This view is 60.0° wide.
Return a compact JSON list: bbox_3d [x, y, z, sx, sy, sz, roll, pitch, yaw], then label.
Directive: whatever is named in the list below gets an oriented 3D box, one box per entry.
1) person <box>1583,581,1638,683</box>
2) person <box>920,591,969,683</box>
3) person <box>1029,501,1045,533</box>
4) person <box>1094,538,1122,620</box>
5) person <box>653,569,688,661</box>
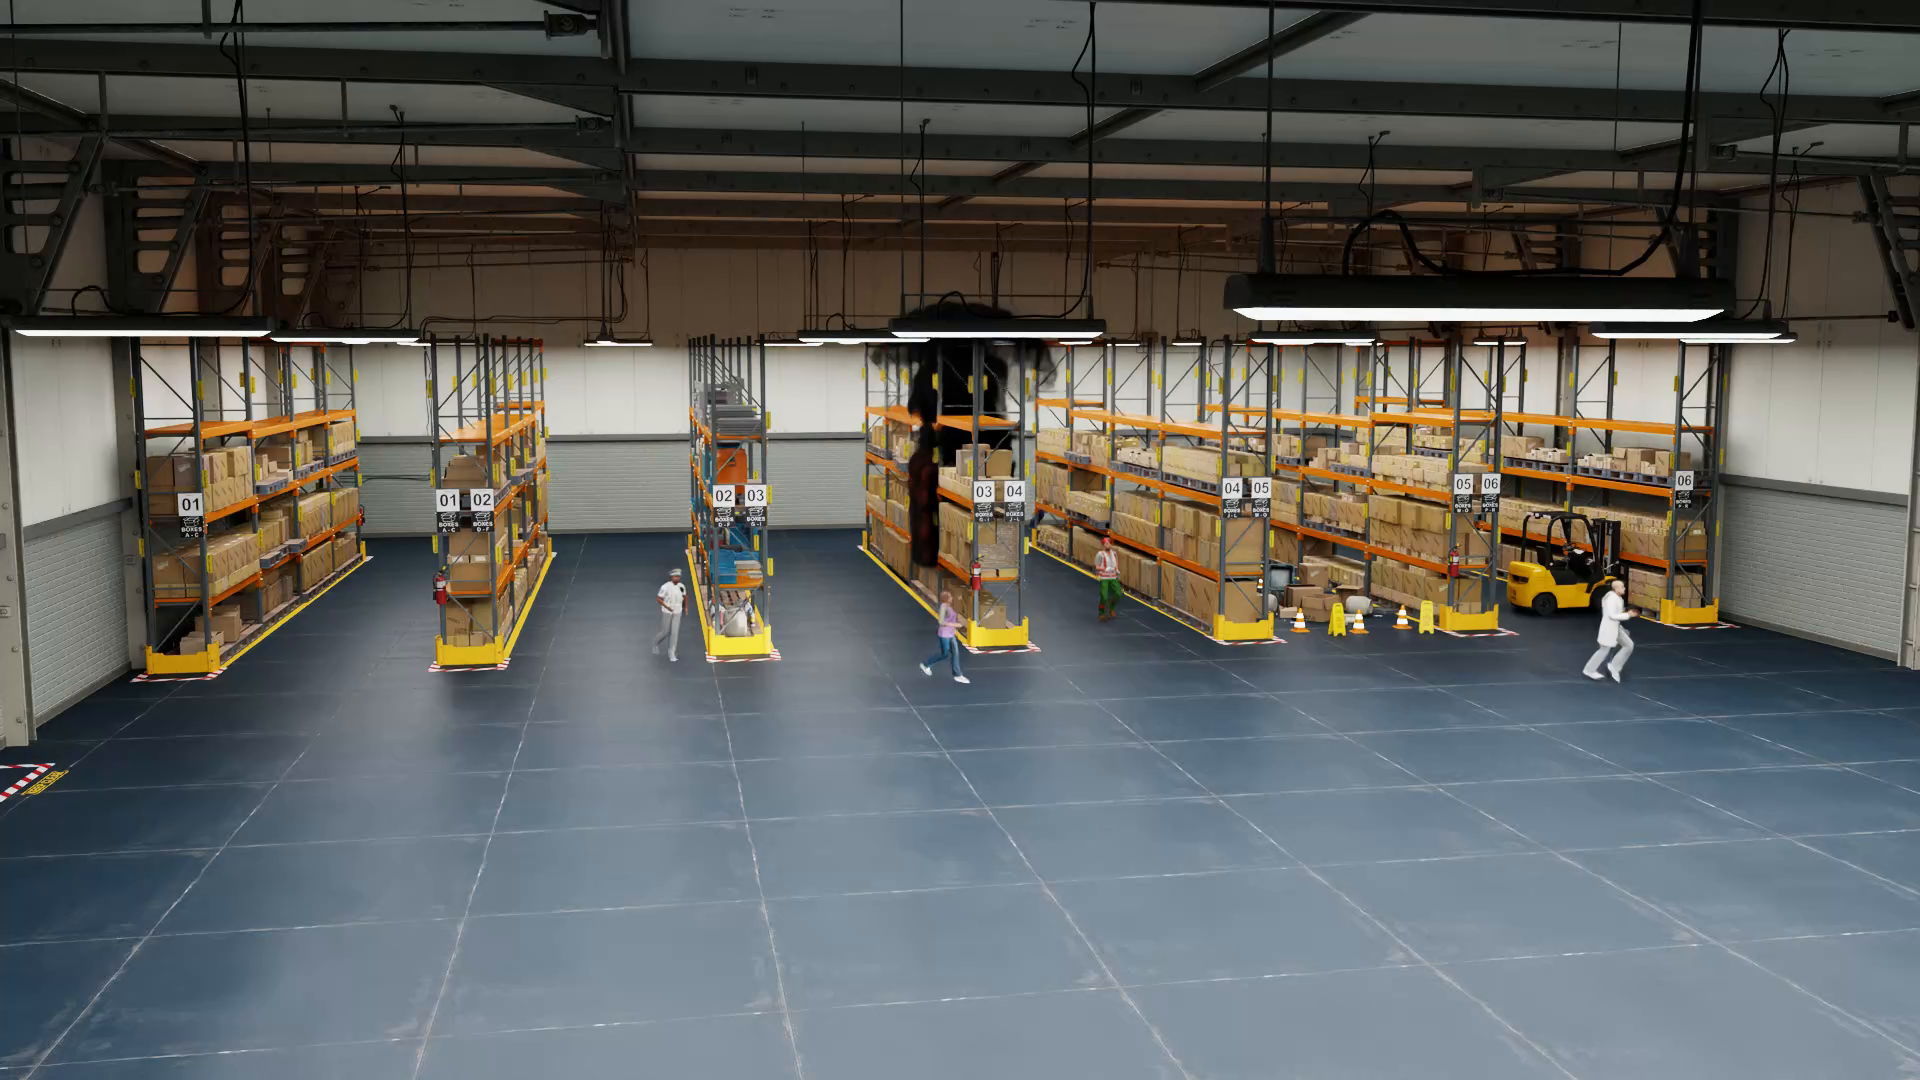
[{"bbox_3d":[11.214,1.570,28.642,0.893,1.781,0.751,5,8,35],"label":"person"},{"bbox_3d":[-0.262,1.656,28.585,0.870,1.593,0.541,2,7,16],"label":"person"},{"bbox_3d":[2.327,-0.770,49.915,0.478,1.598,0.660,2,7,14],"label":"person"},{"bbox_3d":[3.158,0.827,35.090,0.657,1.756,0.655,-3,7,-23],"label":"person"},{"bbox_3d":[-5.323,1.359,30.926,0.627,1.678,0.737,-4,8,-31],"label":"person"}]
